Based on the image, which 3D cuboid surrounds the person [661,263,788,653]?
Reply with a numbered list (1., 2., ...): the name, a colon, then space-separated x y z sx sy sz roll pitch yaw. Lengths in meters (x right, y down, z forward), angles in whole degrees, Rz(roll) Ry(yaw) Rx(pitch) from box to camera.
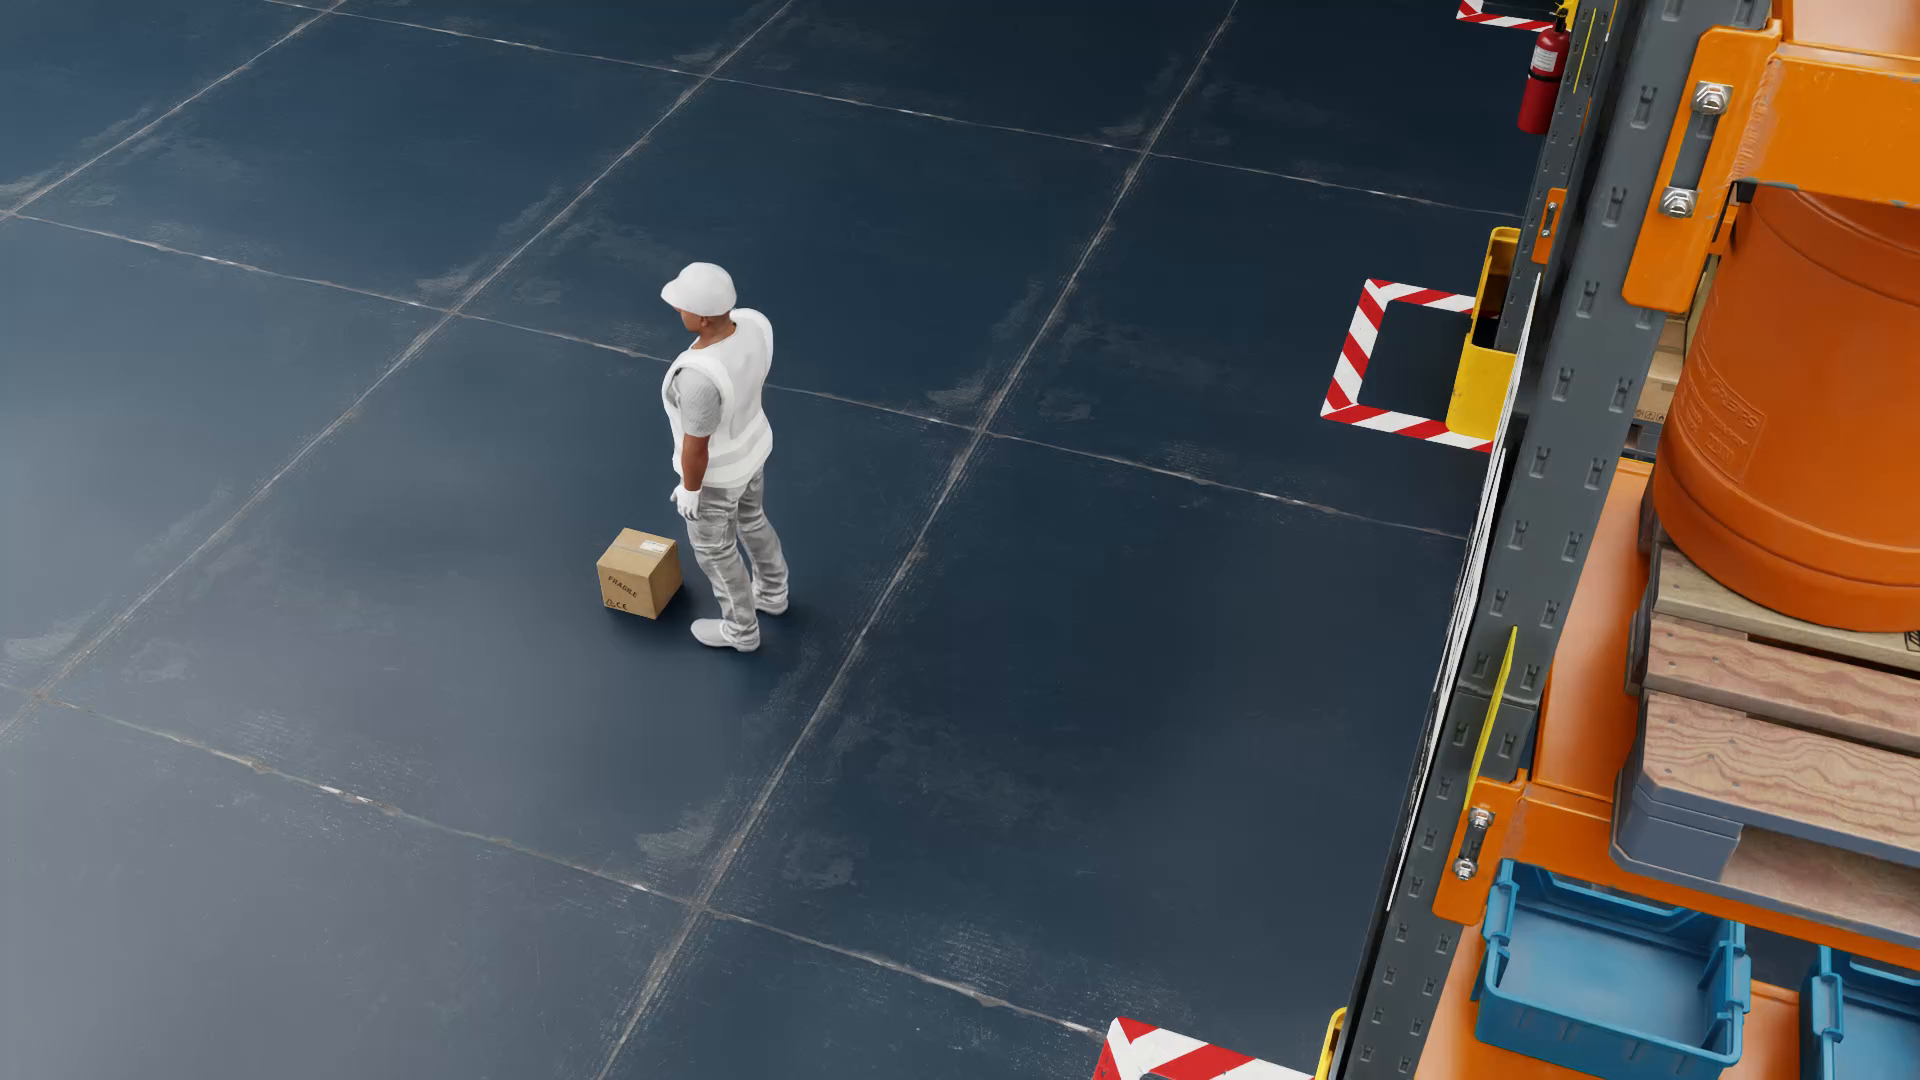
1. person: -0.926 -0.309 6.500 0.355 1.782 0.546 15 43 16
